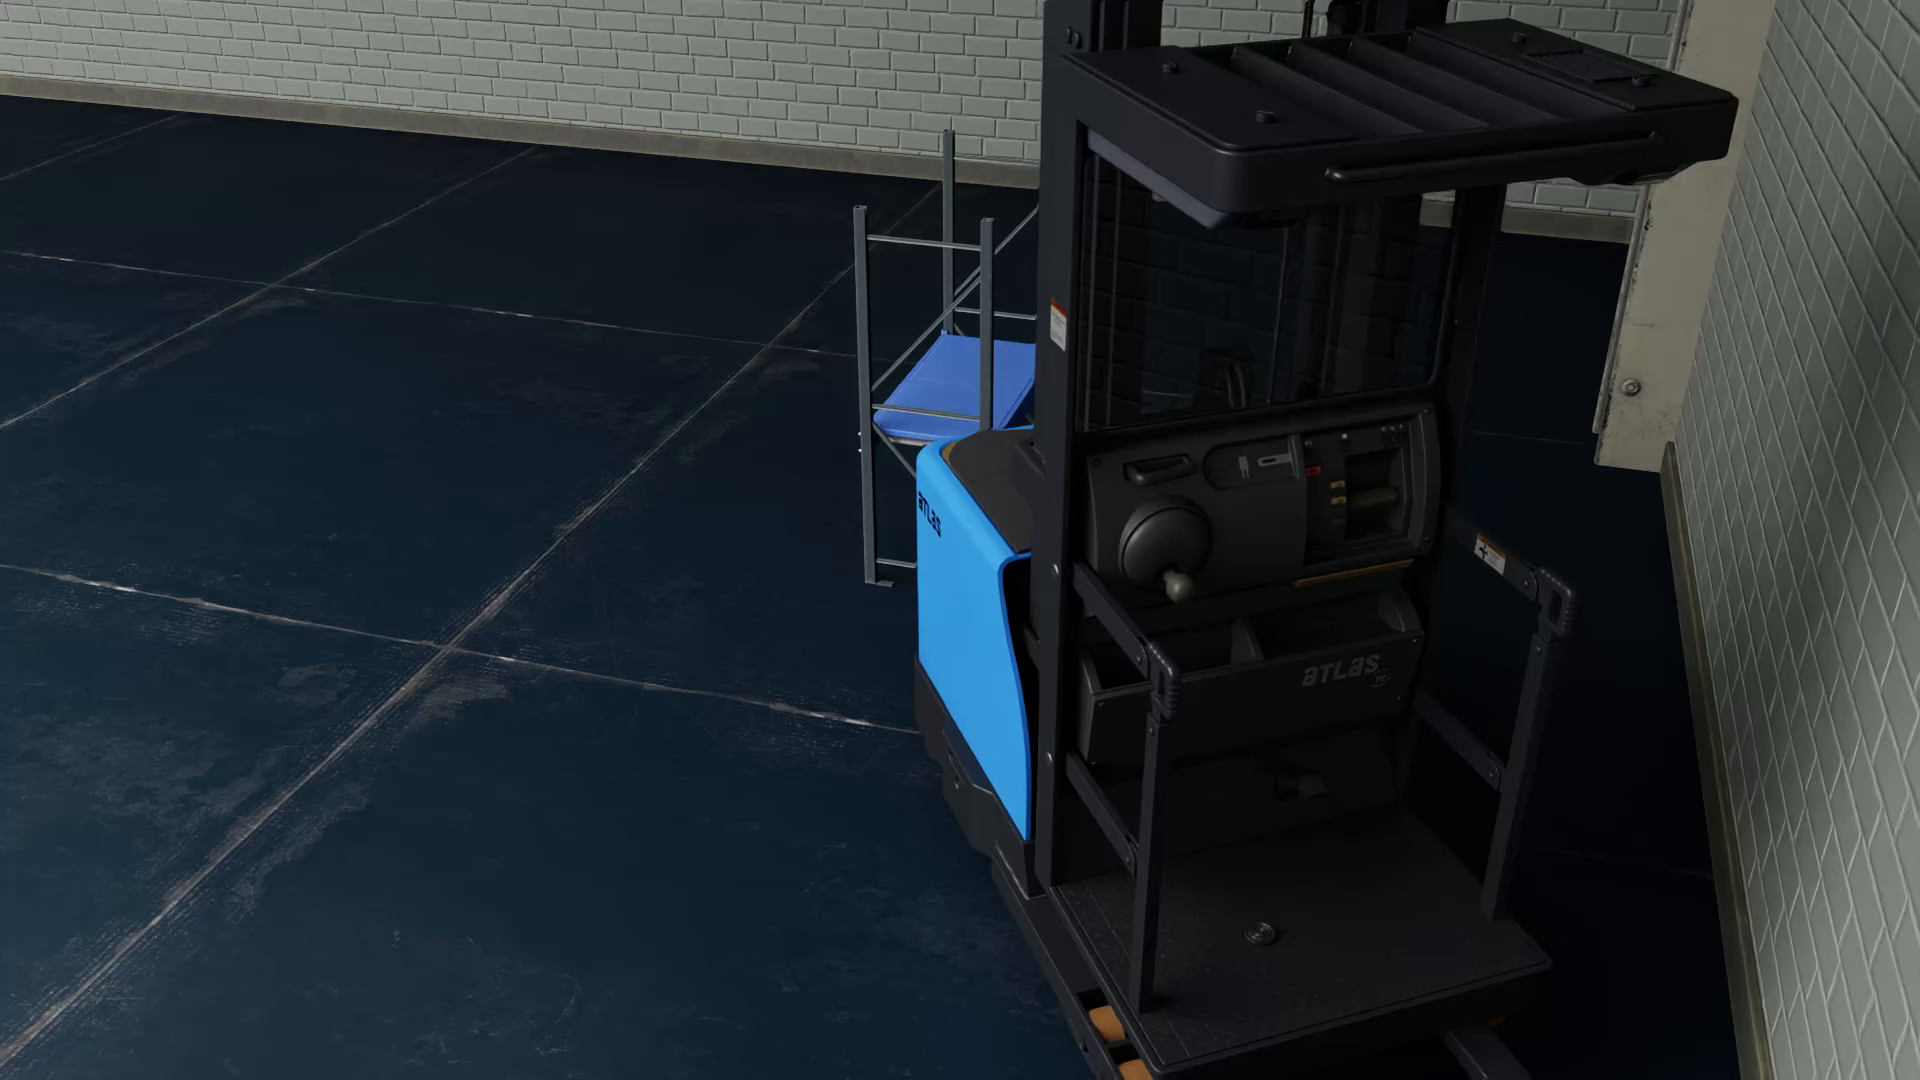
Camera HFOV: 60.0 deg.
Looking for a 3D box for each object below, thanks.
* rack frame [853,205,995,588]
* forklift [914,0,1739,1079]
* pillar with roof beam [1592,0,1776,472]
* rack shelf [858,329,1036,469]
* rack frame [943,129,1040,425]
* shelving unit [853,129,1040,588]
[{"bbox_3d":[-0.124,-0.459,6.032,0.500,1.500,0.032,8,30,15],"label":"rack frame"},{"bbox_3d":[0.812,-0.047,3.820,1.130,2.935,3.031,-10,30,-17],"label":"forklift"},{"bbox_3d":[-1.105,-4.951,6.394,9.100,9.000,0.400,8,30,15],"label":"pillar with roof beam"},{"bbox_3d":[0.025,-0.538,6.544,0.538,0.185,1.000,8,30,15],"label":"rack shelf"},{"bbox_3d":[0.174,-0.931,6.881,0.500,1.500,0.032,8,30,15],"label":"rack frame"},{"bbox_3d":[0.025,-0.695,6.457,0.538,1.500,1.048,8,30,15],"label":"shelving unit"}]
